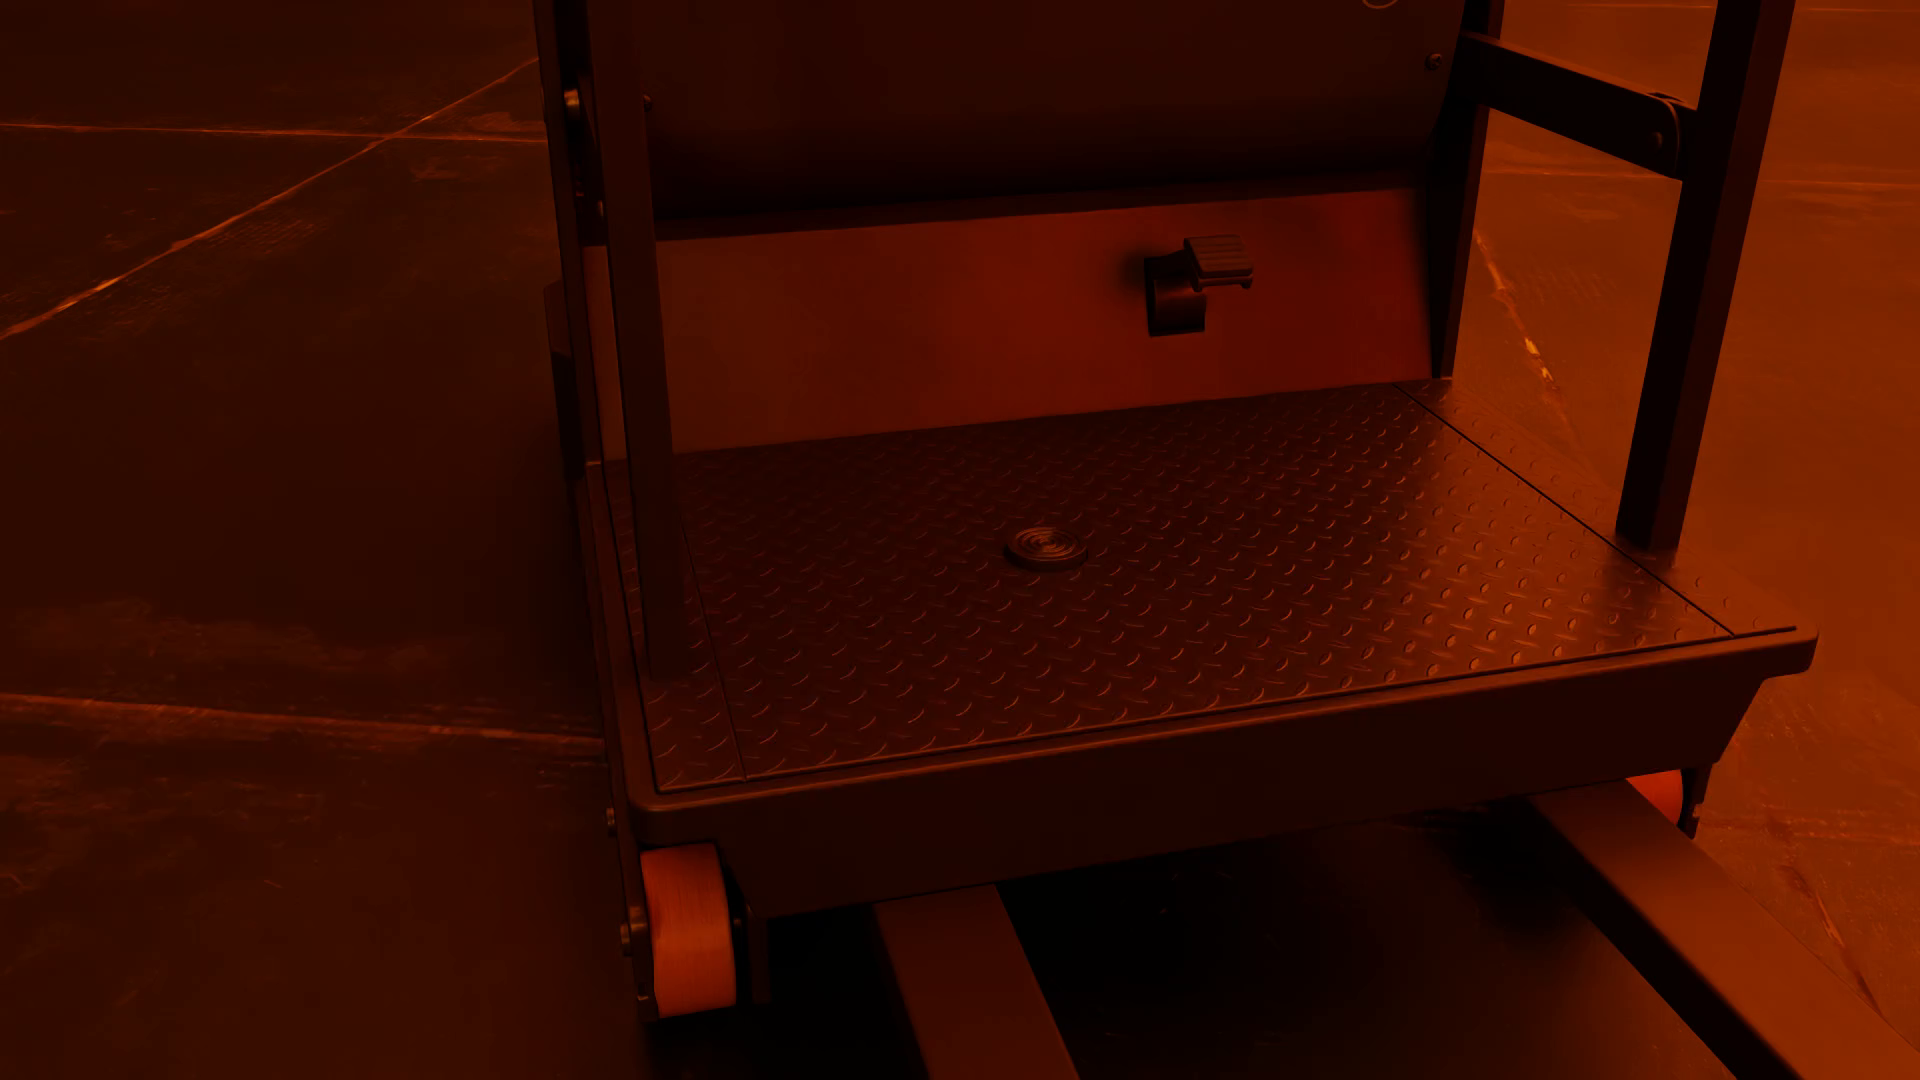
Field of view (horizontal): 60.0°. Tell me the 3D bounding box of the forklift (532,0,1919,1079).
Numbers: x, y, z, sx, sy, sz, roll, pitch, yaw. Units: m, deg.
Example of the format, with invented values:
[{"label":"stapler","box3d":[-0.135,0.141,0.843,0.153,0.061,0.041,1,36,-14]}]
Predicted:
[{"label":"forklift","box3d":[0.153,-1.049,1.319,1.130,2.935,3.031,-7,27,-13]}]
